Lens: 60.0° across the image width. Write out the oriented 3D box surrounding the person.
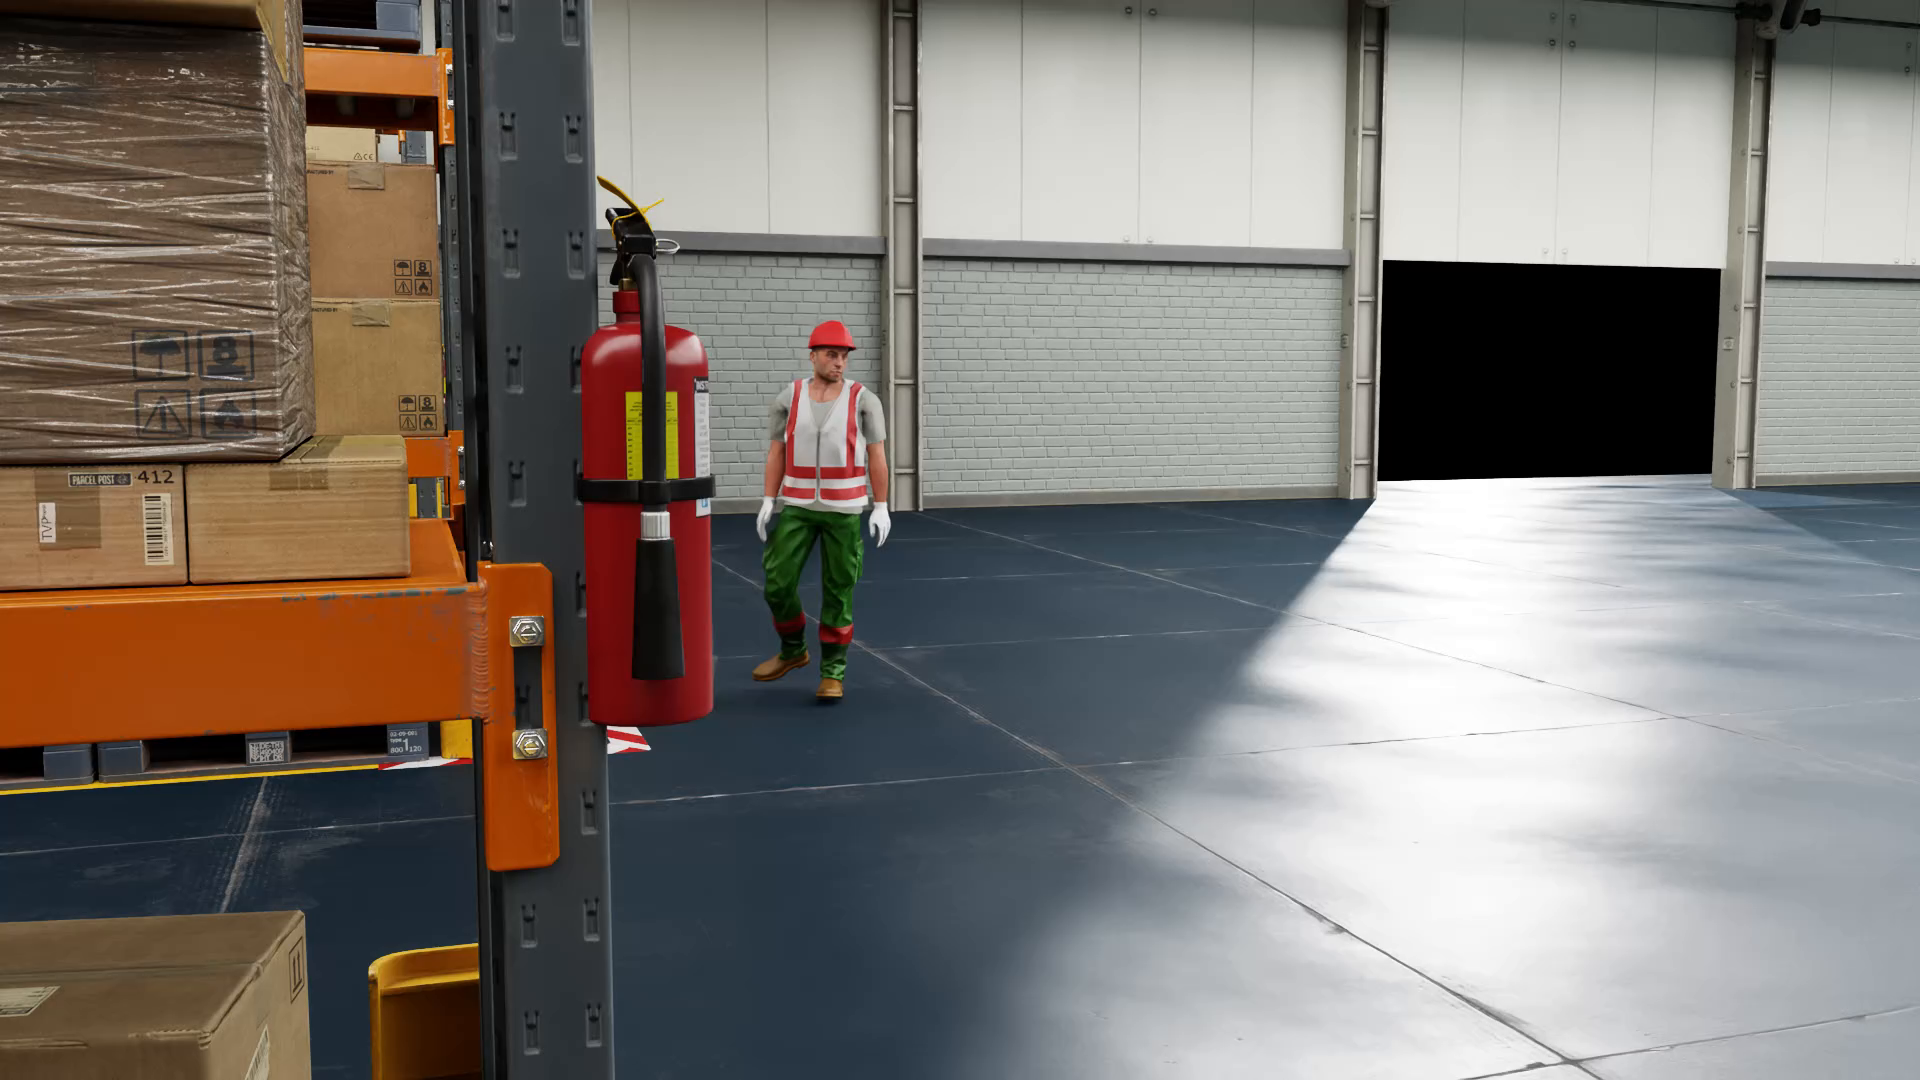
[{"bbox_3d":[-0.674,-0.139,7.858,0.691,1.779,0.454,1,6,6],"label":"person"}]
